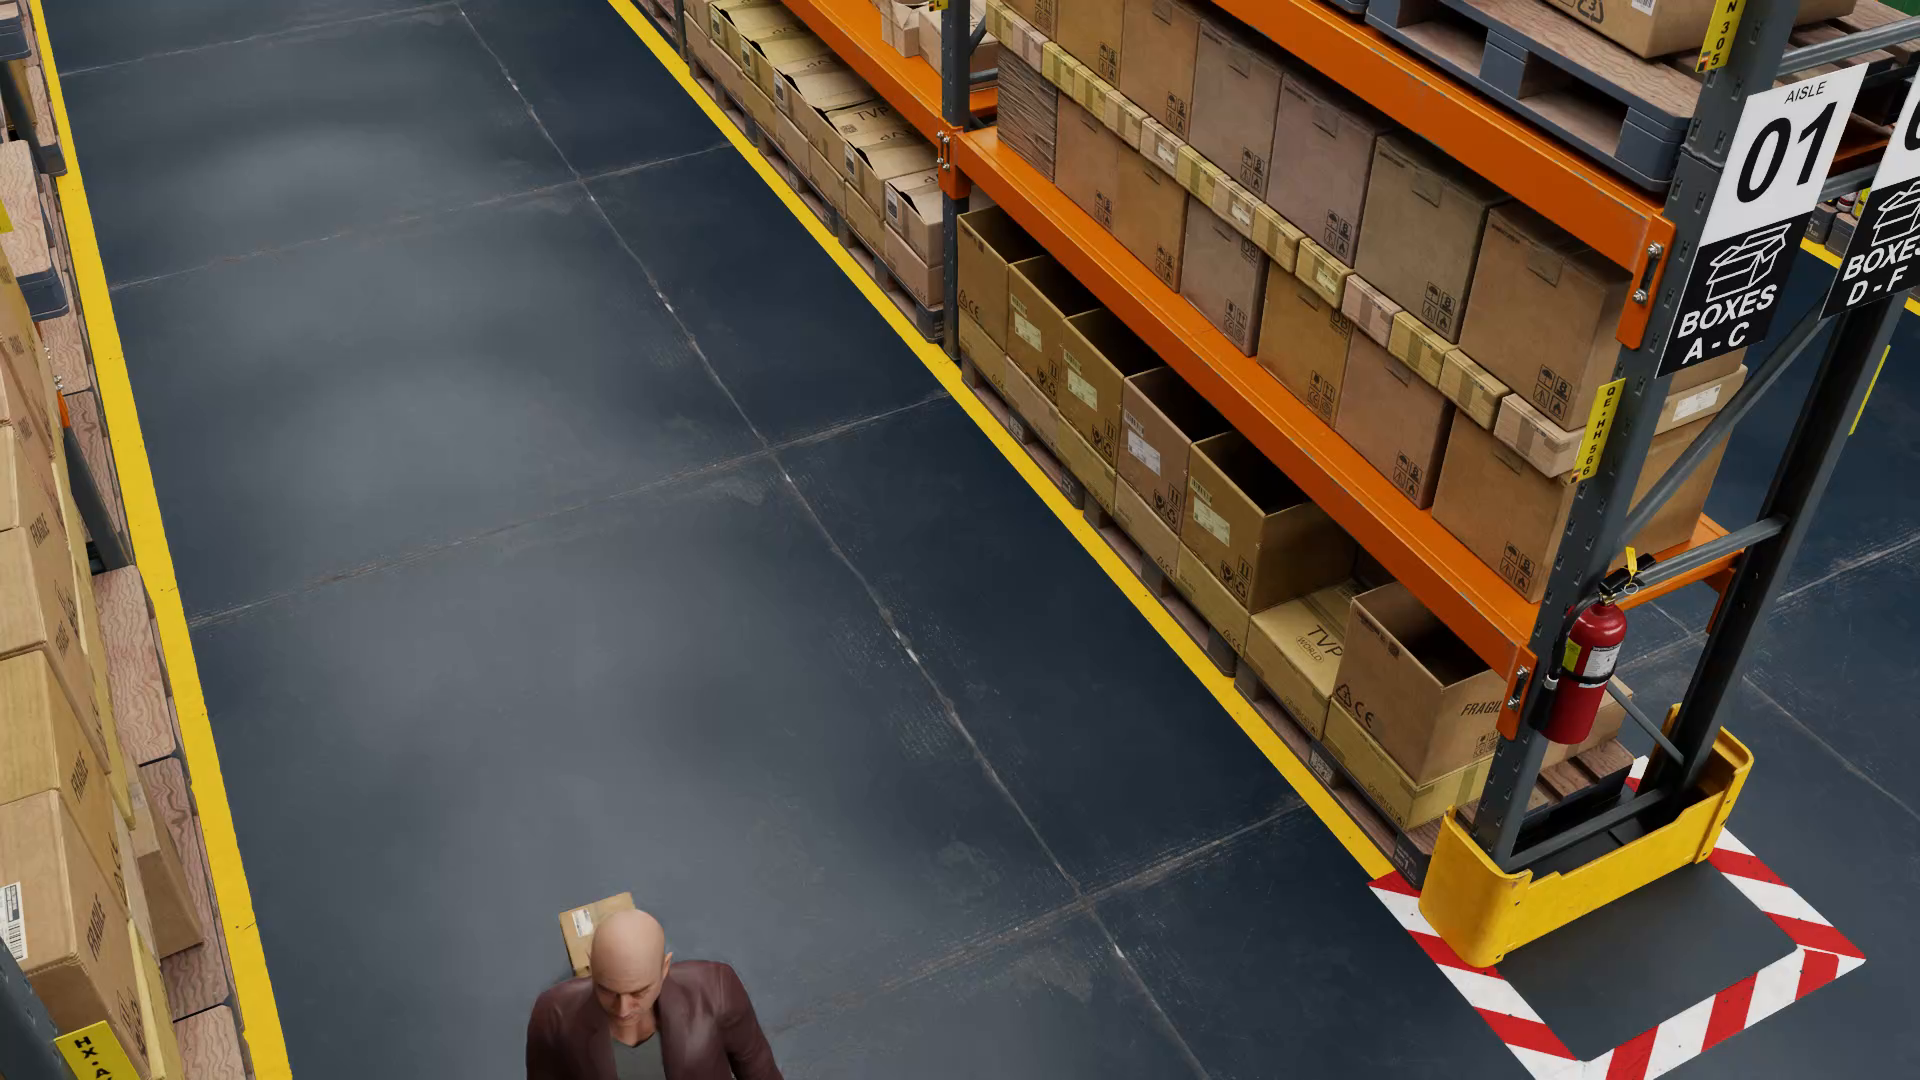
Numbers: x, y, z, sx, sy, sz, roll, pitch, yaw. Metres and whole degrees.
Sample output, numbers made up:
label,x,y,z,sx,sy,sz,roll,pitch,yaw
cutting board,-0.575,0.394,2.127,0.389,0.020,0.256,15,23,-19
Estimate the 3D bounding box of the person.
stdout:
label,x,y,z,sx,sy,sz,roll,pitch,yaw
person,-0.765,1.581,4.345,0.631,1.842,0.580,-5,41,-5
